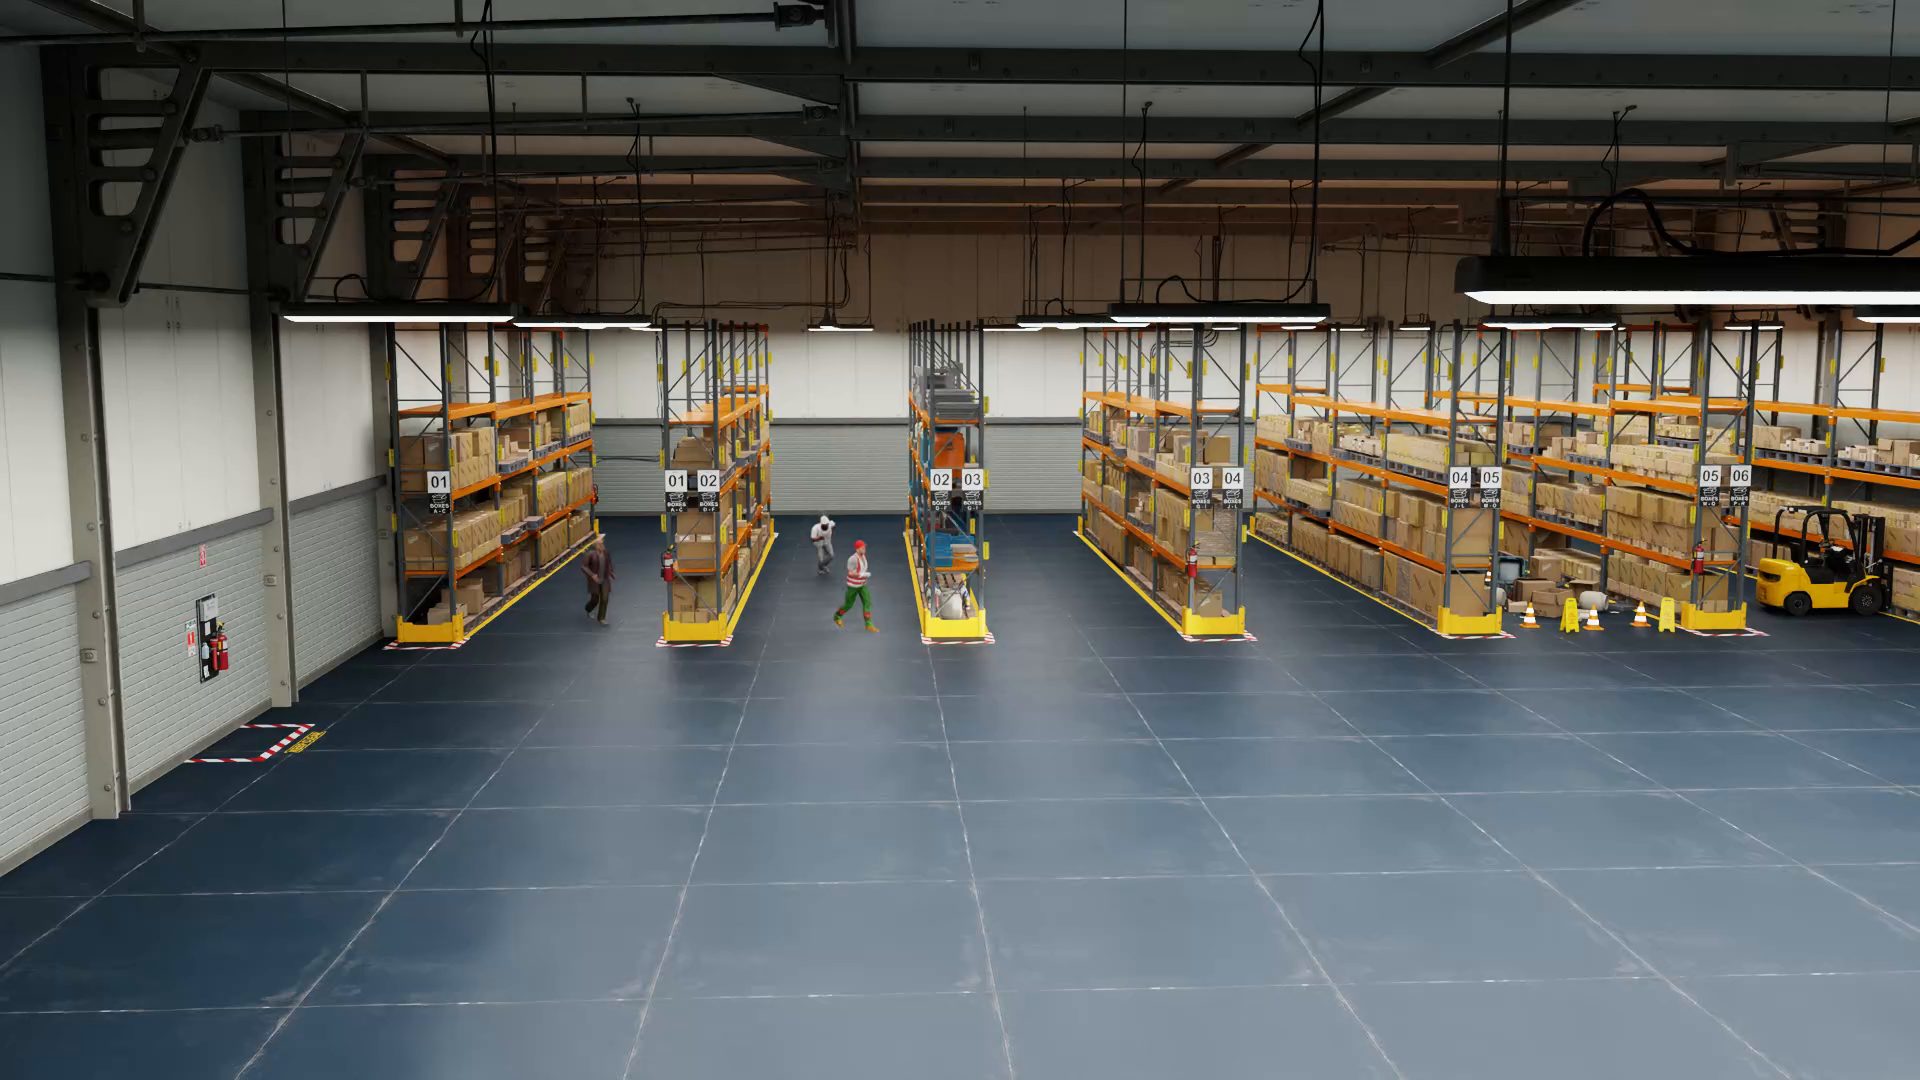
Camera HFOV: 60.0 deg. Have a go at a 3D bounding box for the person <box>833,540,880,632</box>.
[{"bbox_3d":[-2.017,0.872,31.944,1.041,1.762,0.628,6,9,39],"label":"person"}]

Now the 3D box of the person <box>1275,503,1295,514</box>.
[{"bbox_3d":[9.639,-1.280,49.492,0.908,1.755,0.663,-3,8,-24],"label":"person"}]

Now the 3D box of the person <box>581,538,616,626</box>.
[{"bbox_3d":[-7.218,0.804,32.968,0.709,1.732,0.846,-5,8,-33],"label":"person"}]

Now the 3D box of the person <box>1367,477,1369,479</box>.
[{"bbox_3d":[11.701,-0.917,46.919,0.704,1.728,0.830,-7,10,-43],"label":"person"}]

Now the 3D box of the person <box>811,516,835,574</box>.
[{"bbox_3d":[-3.229,0.116,39.442,0.720,1.469,0.981,-3,8,-24],"label":"person"}]
